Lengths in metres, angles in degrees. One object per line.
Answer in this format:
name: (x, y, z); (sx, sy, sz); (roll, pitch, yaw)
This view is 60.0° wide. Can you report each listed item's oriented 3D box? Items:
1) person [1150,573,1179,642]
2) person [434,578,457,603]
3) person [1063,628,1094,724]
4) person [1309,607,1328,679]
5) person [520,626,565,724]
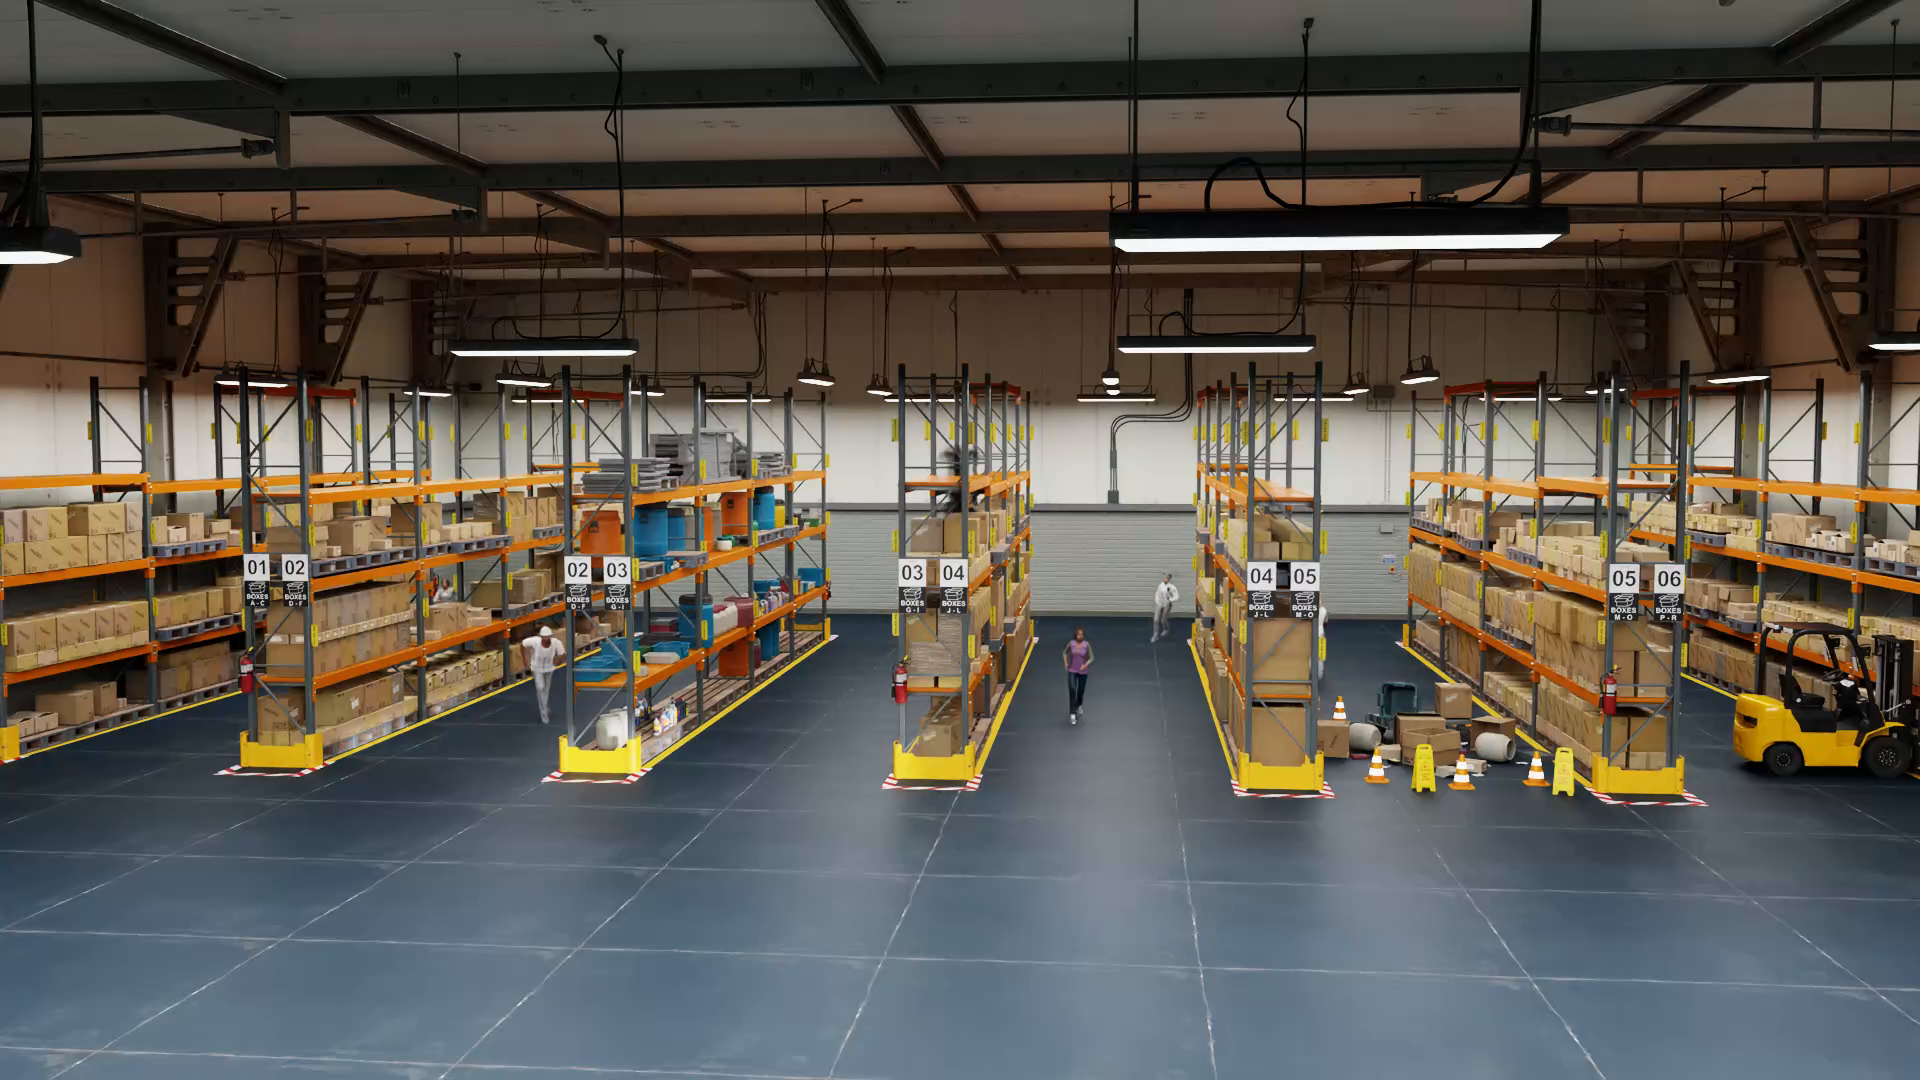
person: (4.982, 1.613, 40.151); (0.651, 1.676, 0.846); (2, 4, 31)
person: (-12.006, 1.683, 38.882); (0.514, 1.609, 0.861); (0, 4, -1)
person: (2.073, 2.342, 29.083); (0.543, 1.610, 0.849); (0, 4, 2)
person: (7.224, 1.960, 34.100); (0.699, 1.697, 0.953); (0, 4, -1)
person: (-7.295, 2.329, 29.063); (0.754, 1.721, 1.035); (-1, 4, -20)
